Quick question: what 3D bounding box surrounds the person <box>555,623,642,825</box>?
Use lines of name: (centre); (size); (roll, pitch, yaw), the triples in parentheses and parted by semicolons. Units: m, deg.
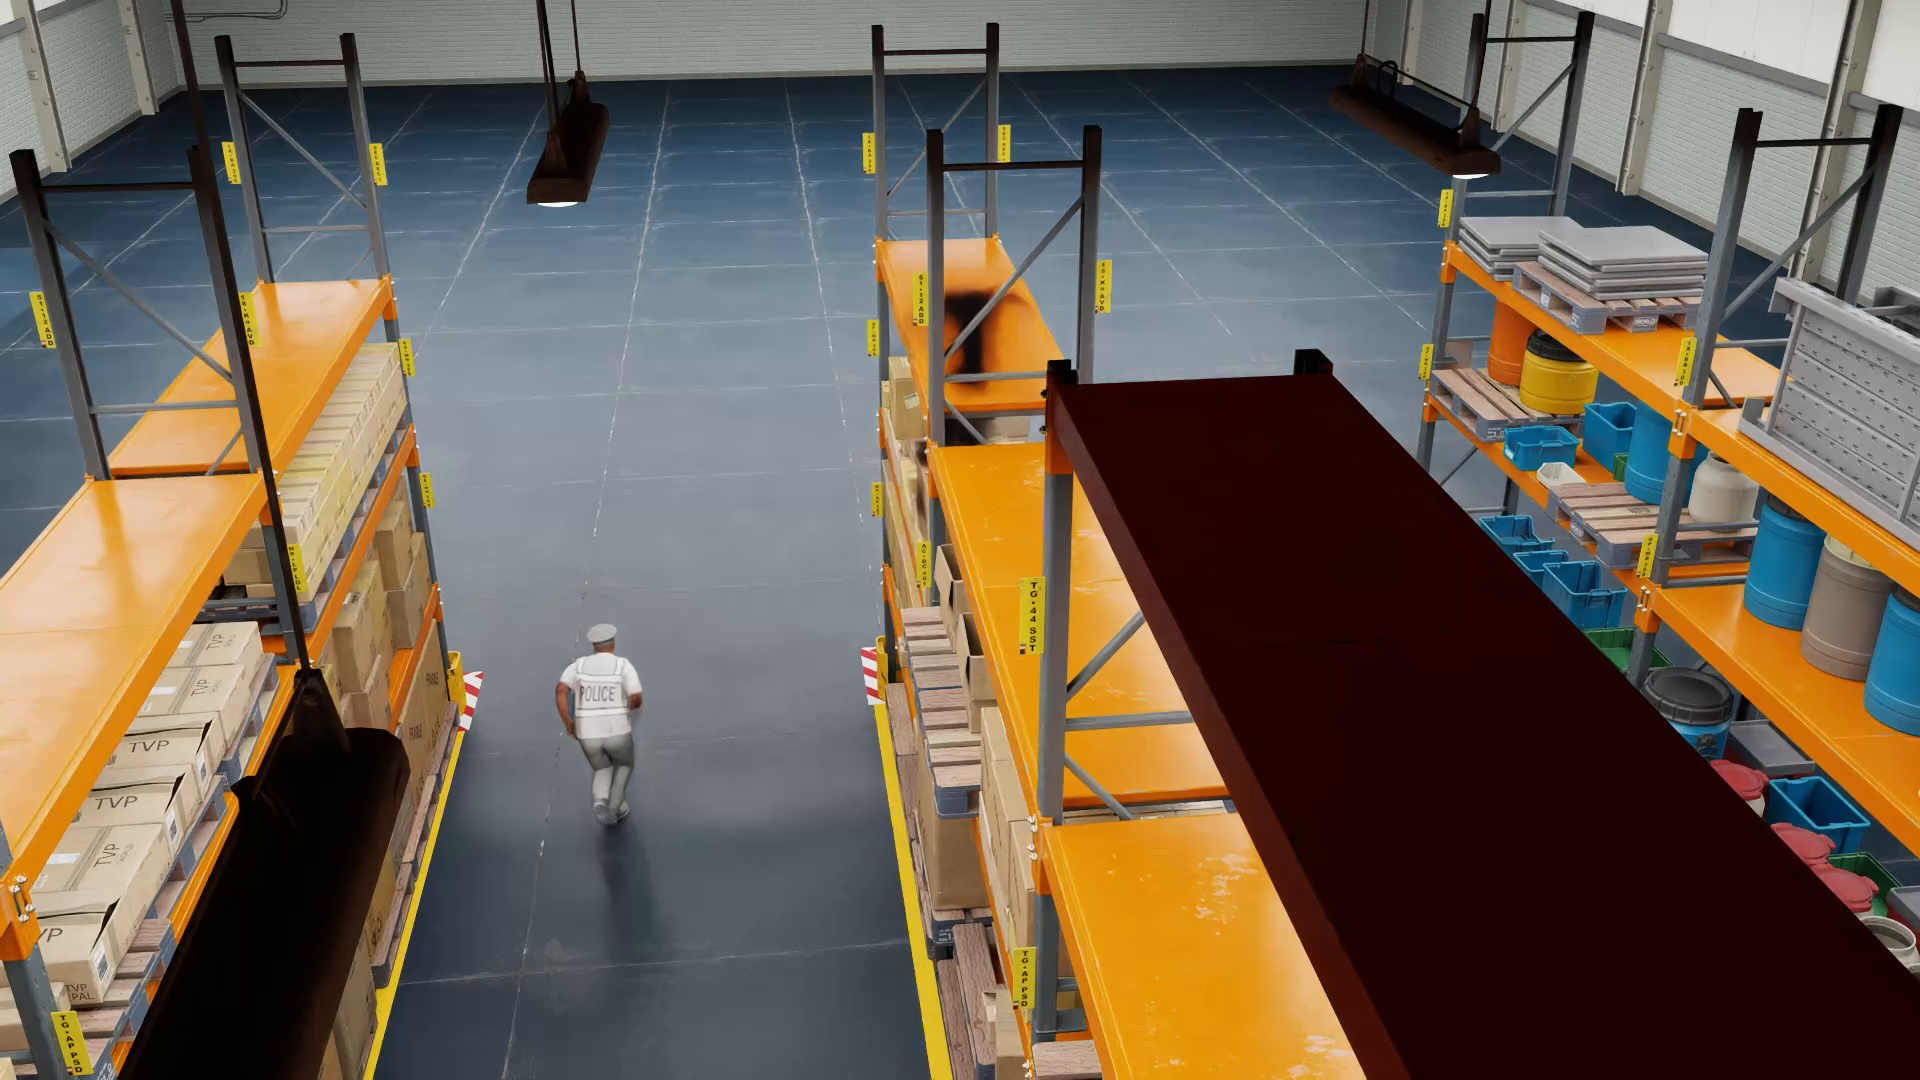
person: (-2.904, 1.565, 13.450); (0.683, 1.555, 0.925); (-1, 26, -3)
